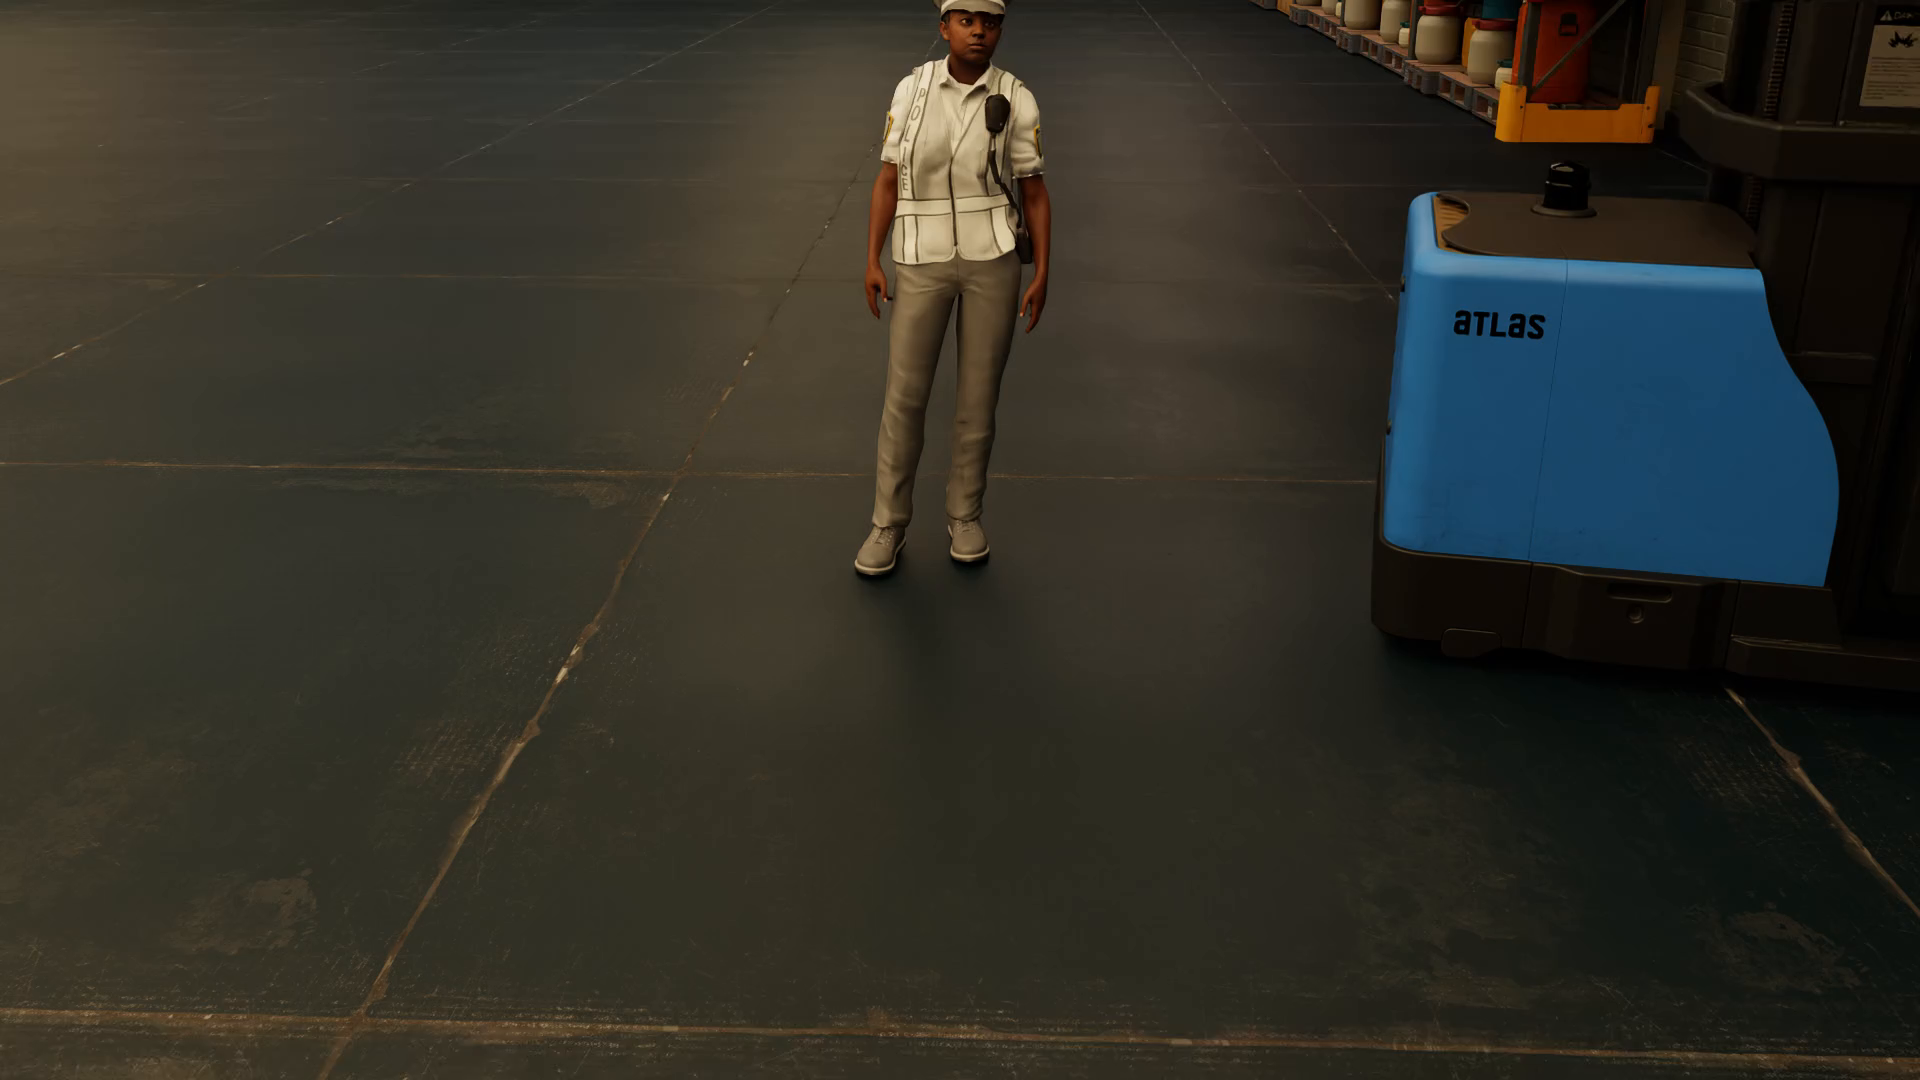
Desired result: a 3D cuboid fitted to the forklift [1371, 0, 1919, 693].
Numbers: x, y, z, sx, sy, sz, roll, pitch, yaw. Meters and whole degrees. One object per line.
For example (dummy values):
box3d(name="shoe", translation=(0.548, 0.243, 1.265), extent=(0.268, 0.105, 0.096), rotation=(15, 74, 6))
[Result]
box3d(name="forklift", translation=(2.677, -1.100, 4.006), extent=(3.031, 2.935, 1.130), rotation=(5, 22, 13))

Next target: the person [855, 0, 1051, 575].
box3d(name="person", translation=(-0.023, -0.767, 4.822), extent=(0.570, 1.695, 0.530), rotation=(1, 22, 2))
